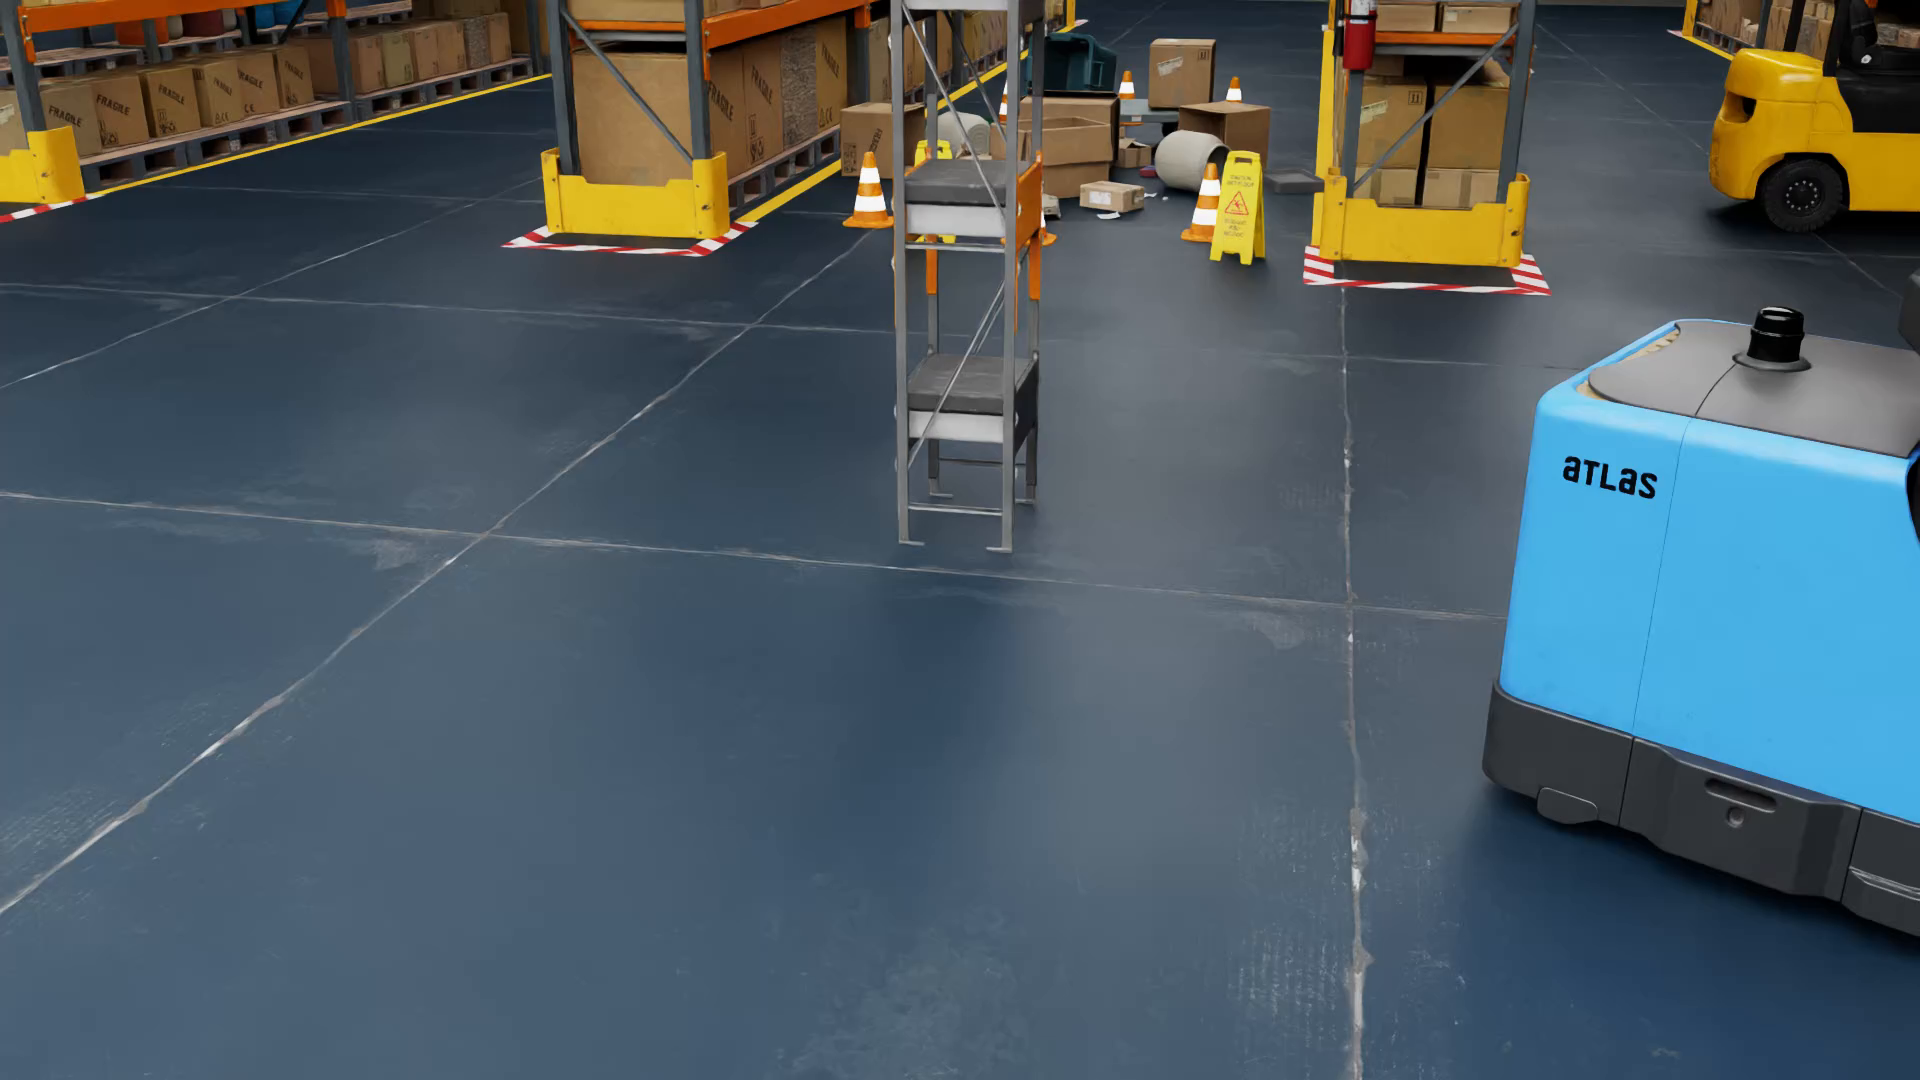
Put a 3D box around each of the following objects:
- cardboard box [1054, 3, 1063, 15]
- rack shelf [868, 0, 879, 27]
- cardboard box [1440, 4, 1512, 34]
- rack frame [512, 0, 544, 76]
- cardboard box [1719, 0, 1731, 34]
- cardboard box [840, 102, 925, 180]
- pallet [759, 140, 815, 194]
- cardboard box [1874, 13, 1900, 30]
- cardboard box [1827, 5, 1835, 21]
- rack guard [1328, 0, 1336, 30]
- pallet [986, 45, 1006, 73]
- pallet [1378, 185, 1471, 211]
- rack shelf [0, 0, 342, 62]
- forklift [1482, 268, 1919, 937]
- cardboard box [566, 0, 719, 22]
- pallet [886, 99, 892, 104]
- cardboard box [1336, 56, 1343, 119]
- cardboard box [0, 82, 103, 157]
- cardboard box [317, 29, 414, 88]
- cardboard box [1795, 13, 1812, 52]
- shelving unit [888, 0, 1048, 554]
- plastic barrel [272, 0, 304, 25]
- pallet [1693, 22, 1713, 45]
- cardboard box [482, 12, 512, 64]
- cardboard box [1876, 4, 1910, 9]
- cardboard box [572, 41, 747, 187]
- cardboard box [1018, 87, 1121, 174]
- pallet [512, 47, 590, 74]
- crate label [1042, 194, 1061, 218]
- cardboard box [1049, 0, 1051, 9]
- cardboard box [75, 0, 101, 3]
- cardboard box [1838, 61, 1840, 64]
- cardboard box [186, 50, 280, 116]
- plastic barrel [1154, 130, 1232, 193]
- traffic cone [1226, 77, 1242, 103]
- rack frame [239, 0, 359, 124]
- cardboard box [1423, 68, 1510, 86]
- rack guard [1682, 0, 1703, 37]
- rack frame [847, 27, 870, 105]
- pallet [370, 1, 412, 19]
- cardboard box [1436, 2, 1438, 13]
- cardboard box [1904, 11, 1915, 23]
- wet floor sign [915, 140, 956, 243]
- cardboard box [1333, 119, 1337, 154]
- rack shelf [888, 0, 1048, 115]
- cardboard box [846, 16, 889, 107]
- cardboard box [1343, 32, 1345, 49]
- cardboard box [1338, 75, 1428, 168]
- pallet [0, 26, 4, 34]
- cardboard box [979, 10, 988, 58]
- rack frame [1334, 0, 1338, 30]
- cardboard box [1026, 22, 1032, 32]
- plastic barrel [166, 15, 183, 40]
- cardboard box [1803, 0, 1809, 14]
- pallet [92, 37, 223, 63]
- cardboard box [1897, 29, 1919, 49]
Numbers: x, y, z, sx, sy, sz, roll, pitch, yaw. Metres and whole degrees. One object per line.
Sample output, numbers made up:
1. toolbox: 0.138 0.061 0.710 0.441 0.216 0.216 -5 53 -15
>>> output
1. cardboard box: 1.313 -7.840 24.559 0.380 0.149 0.250 5 23 13
2. rack shelf: -0.871 -5.287 15.929 1.077 0.370 4.000 4 22 11
3. cardboard box: 3.043 -3.078 9.817 0.380 0.149 0.250 5 22 11
4. rack frame: -5.298 -6.767 18.641 1.000 3.000 0.127 4 22 11
5. cardboard box: 10.260 -6.884 21.715 0.500 0.500 0.500 5 22 12
6. cardboard box: -0.591 -3.085 12.841 0.500 0.500 0.500 8 23 20
7. pallet: -1.757 -2.876 12.712 1.003 0.211 1.213 4 22 11
8. cardboard box: 9.117 -5.171 16.593 0.380 0.149 0.250 3 22 8
9. cardboard box: 9.388 -5.550 17.535 0.380 0.149 0.250 4 22 10
10. rack guard: 6.041 -7.787 24.519 1.175 0.500 0.348 4 22 11
11. pallet: -0.051 -5.789 19.946 1.003 0.211 1.213 4 22 11
12. pallet: 2.987 -2.115 10.822 1.003 0.211 1.213 4 22 11
13. rack shelf: -6.522 -4.239 13.327 1.077 0.370 4.000 4 22 11
14. forklift: 2.774 -0.485 3.134 3.031 2.935 1.130 17 28 37
15. cardboard box: -2.064 -3.635 10.664 0.875 0.550 0.550 4 22 11
16. pallet: -1.195 -3.884 15.214 1.003 0.211 1.213 4 22 11
17. cardboard box: 3.105 -3.424 12.455 0.500 0.500 0.500 5 23 13
18. cardboard box: -6.786 -3.104 12.329 0.500 0.500 0.500 9 24 21
19. cardboard box: -5.852 -4.745 16.377 0.700 0.500 0.500 4 22 11
20. cardboard box: 9.556 -5.596 18.516 0.500 0.500 0.500 4 22 9
21. shelving unit: 0.034 -1.035 5.612 0.431 2.100 0.503 4 22 11
22. plastic barrel: -9.458 -7.631 23.034 0.600 0.901 0.708 4 22 11
23. pallet: 10.719 -6.947 22.822 1.003 0.211 1.213 4 22 11
24. cardboard box: -5.415 -5.565 18.414 0.700 0.500 0.500 3 22 8
25. cardboard box: 9.887 -5.615 17.696 0.380 0.149 0.250 5 22 11
26. cardboard box: -2.021 -2.889 11.293 0.875 0.875 0.875 5 22 11
27. cardboard box: 0.834 -3.169 12.867 0.797 0.637 0.503 4 22 11
28. pallet: -5.063 -5.756 19.864 1.003 0.211 1.213 4 22 11
29. crate label: 0.540 -2.266 11.297 0.250 0.136 0.298 -7 23 -17
30. cardboard box: 1.074 -7.601 23.566 0.380 0.149 0.250 6 23 14
31. cardboard box: -6.503 -3.991 12.085 0.380 0.149 0.250 4 22 11
32. cardboard box: 9.140 -4.841 16.643 0.500 0.500 0.500 5 22 12
33. cardboard box: -6.344 -3.986 14.520 0.500 0.500 0.500 12 25 28
34. plastic barrel: 1.711 -2.762 12.144 0.421 0.421 0.512 -16 27 -35
35. traffic cone: 2.470 -3.932 14.998 0.336 0.463 0.334 4 22 11
36. rack frame: -6.114 -5.304 15.009 1.000 3.000 0.127 4 22 11
37. cardboard box: 3.313 -2.827 10.973 0.500 0.500 0.500 4 22 9
38. rack guard: 10.881 -7.373 23.492 1.175 0.500 0.348 4 22 11
39. rack frame: -1.279 -4.889 13.978 1.000 3.000 0.127 4 22 11
40. pallet: -8.720 -8.478 26.623 1.003 0.211 1.213 4 22 11
41. cardboard box: 3.326 -3.550 10.989 0.380 0.149 0.250 5 23 13
42. cardboard box: 9.756 -5.233 16.747 0.380 0.149 0.250 5 23 13
43. wet floor sign: -0.163 -2.173 10.385 0.267 0.644 0.232 1 22 2
44. cardboard box: 3.105 -3.077 12.597 0.500 0.250 0.500 6 23 14
45. rack shelf: 0.034 -1.671 5.355 0.431 0.518 0.480 4 22 11
46. cardboard box: -1.240 -4.274 14.901 1.050 0.750 0.750 4 22 11
47. cardboard box: 2.963 -3.594 12.008 0.380 0.149 0.250 6 23 14
48. cardboard box: 2.680 -2.666 10.573 0.500 0.500 0.500 5 22 11
49. pallet: -14.308 -7.393 23.927 1.003 0.211 1.213 4 22 11
50. cardboard box: 0.031 -5.811 19.050 0.500 0.500 0.500 5 22 12
51. rack frame: 6.036 -8.938 24.030 1.000 3.000 0.127 4 22 11
52. cardboard box: 0.742 -6.796 21.967 0.380 0.149 0.250 3 22 9
53. plastic barrel: -10.036 -6.579 20.942 0.421 0.512 0.421 0 22 0
54. cardboard box: 9.594 -5.931 18.481 0.380 0.149 0.250 4 22 11
55. pallet: -10.026 -6.143 20.824 1.003 0.211 1.213 4 22 11
56. cardboard box: 8.997 -4.261 15.036 0.875 0.625 0.625 5 23 13
